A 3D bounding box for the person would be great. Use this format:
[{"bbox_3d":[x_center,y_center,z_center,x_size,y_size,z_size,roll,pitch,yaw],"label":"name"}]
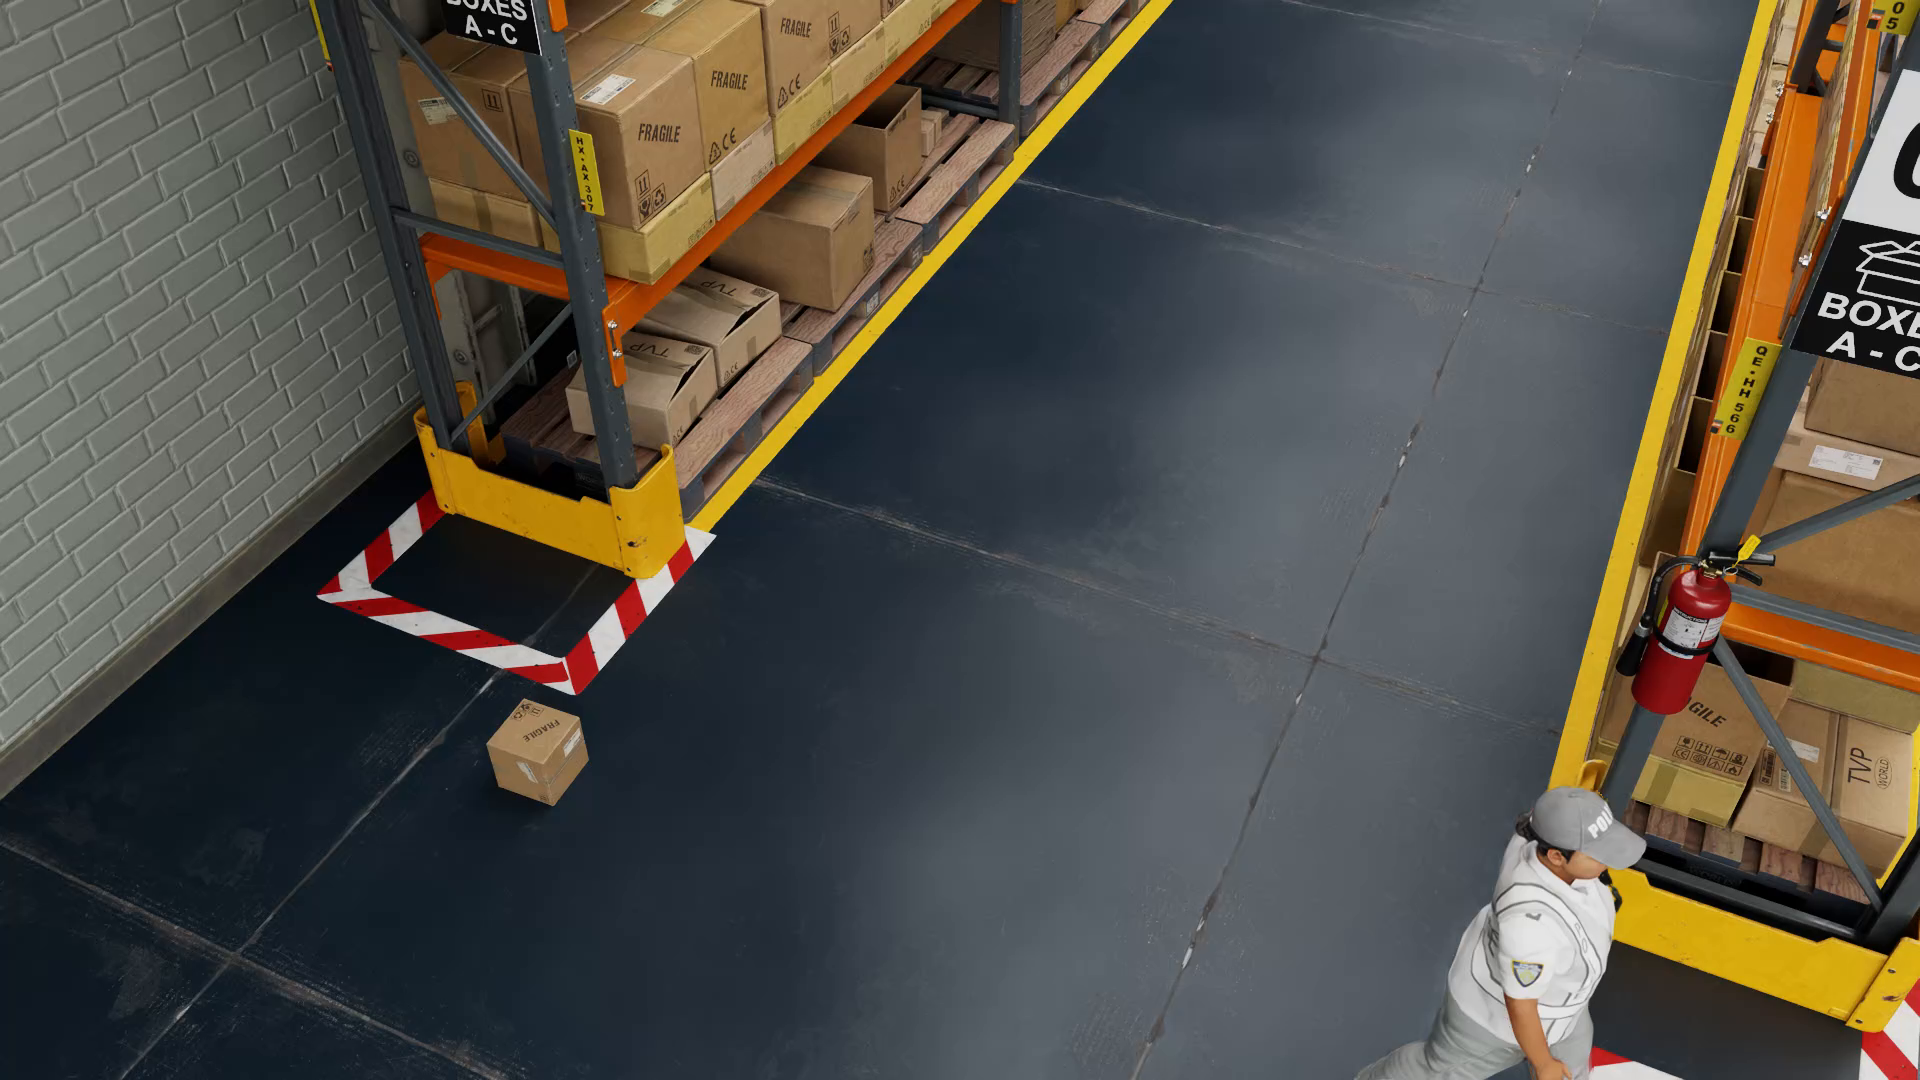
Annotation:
[{"bbox_3d":[1.660,1.309,4.710,0.890,1.641,0.511,21,46,21],"label":"person"}]
